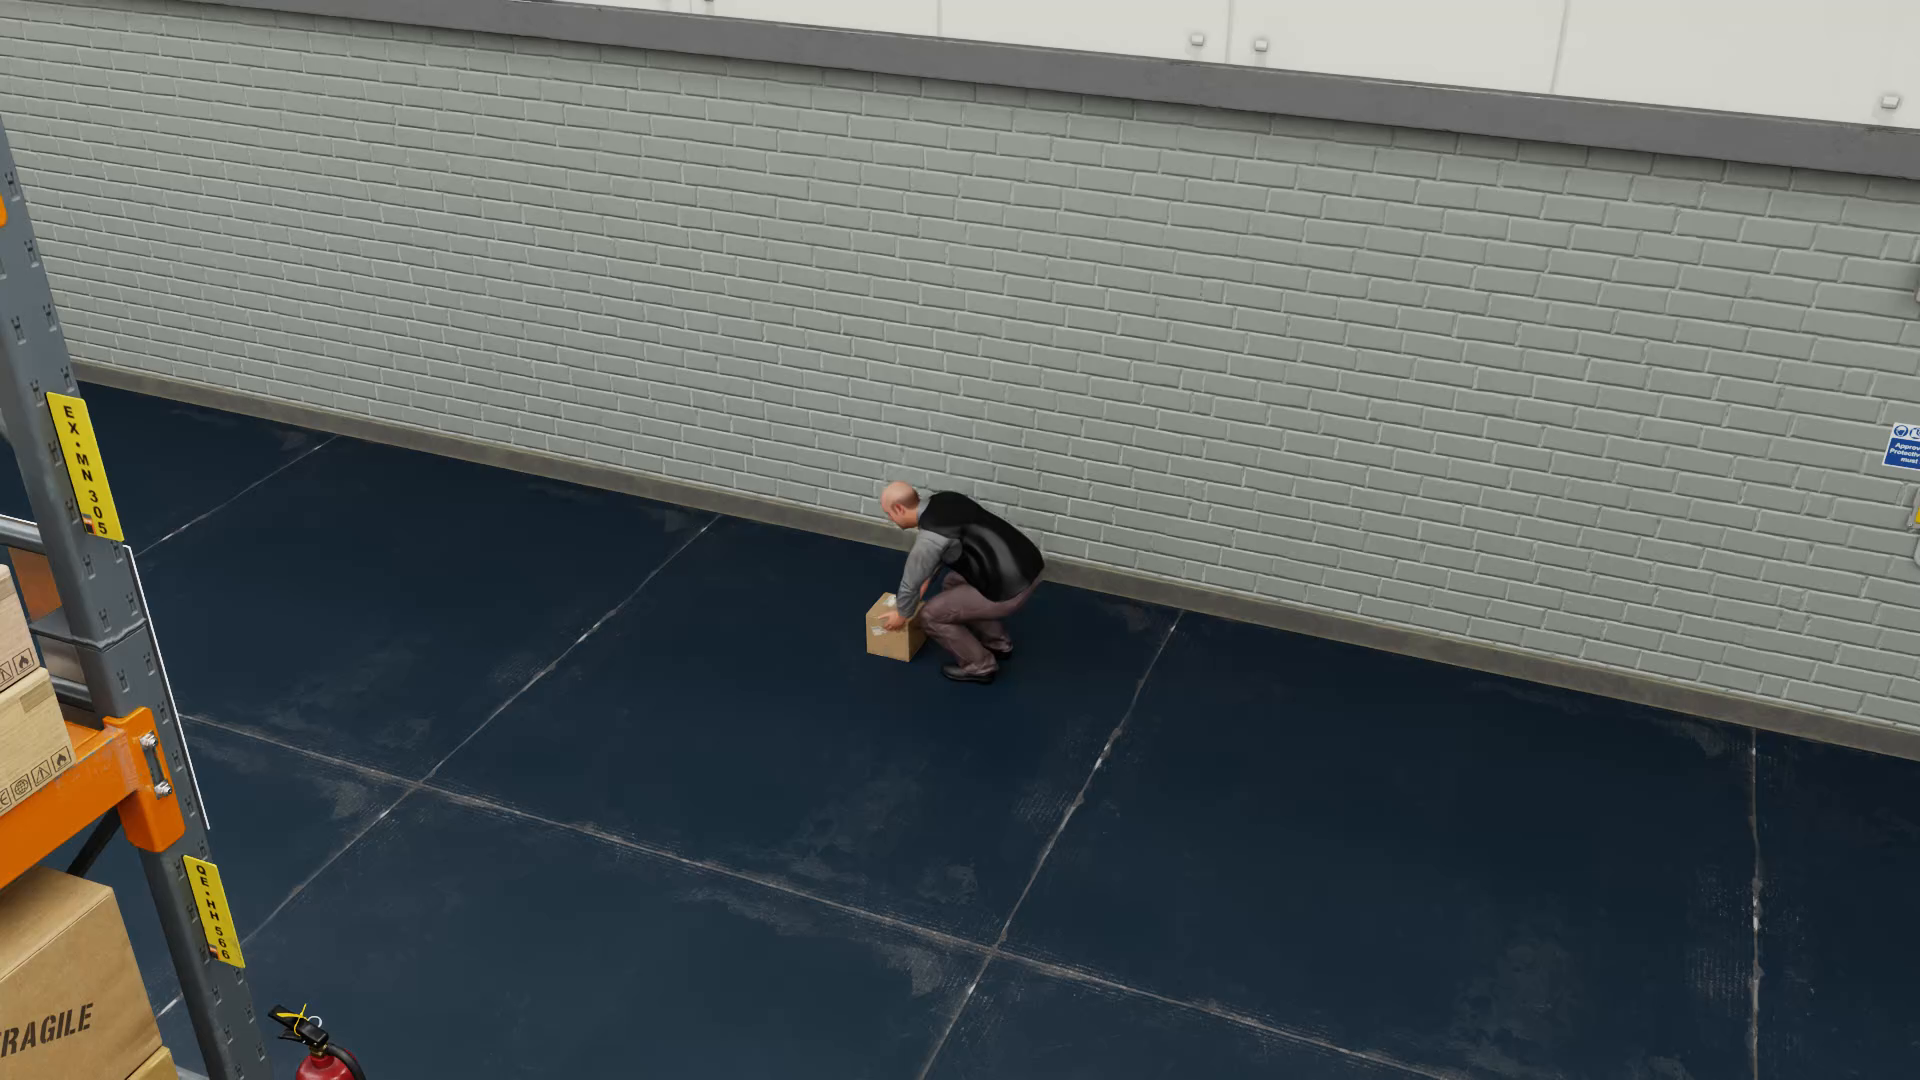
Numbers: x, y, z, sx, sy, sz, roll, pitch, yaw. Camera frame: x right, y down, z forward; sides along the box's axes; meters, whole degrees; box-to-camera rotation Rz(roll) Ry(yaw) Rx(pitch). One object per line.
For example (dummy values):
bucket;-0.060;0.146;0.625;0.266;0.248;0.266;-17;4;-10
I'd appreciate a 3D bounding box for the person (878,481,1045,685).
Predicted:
person;-0.005;0.219;8.727;0.843;1.047;0.555;11;31;19
